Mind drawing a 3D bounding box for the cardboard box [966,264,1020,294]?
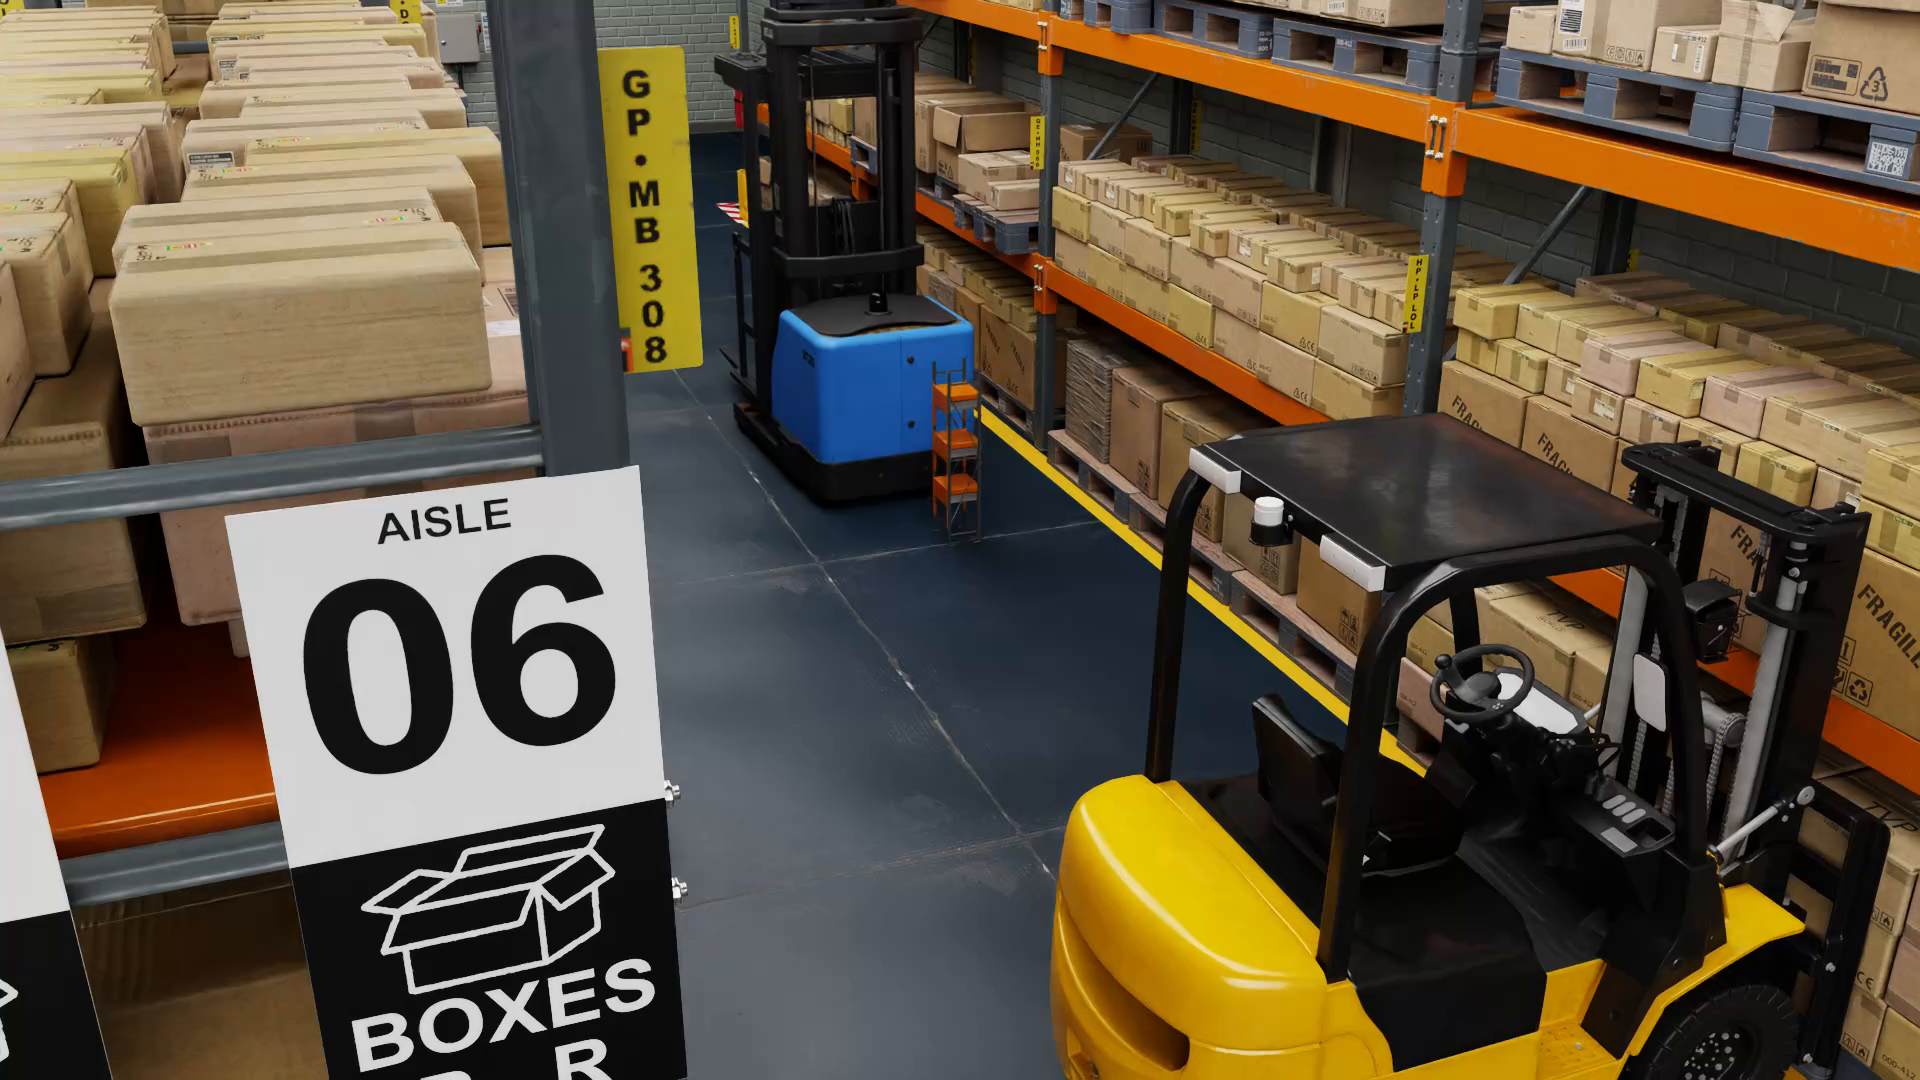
[{"bbox_3d":[0.262,-1.932,12.314,0.380,0.149,0.250,-9,24,-20],"label":"cardboard box"}]

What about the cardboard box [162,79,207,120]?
[{"bbox_3d":[-2.149,-0.988,4.181,0.500,0.250,0.500,-9,24,-19],"label":"cardboard box"}]

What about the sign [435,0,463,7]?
[{"bbox_3d":[-6.600,-7.011,21.459,0.339,0.242,0.001,-8,24,-19],"label":"sign"}]

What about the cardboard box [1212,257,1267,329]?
[{"bbox_3d":[1.627,-1.281,8.477,0.500,0.250,0.500,-8,24,-18],"label":"cardboard box"}]

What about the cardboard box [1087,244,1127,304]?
[{"bbox_3d":[1.091,-1.610,9.901,0.500,0.250,0.500,-9,24,-20],"label":"cardboard box"}]

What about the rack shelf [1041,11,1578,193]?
[{"bbox_3d":[1.697,-2.381,8.602,1.077,0.370,4.000,-8,24,-19],"label":"rack shelf"}]

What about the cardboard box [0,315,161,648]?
[{"bbox_3d":[-1.259,-0.067,1.996,0.500,0.250,0.500,-9,24,-20],"label":"cardboard box"}]

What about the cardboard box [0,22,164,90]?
[{"bbox_3d":[-2.229,-1.209,4.190,0.380,0.149,0.250,-9,25,-21],"label":"cardboard box"}]

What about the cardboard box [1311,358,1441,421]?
[{"bbox_3d":[1.980,-0.682,7.700,0.500,0.250,0.500,-8,24,-18],"label":"cardboard box"}]

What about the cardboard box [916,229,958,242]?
[{"bbox_3d":[-0.164,-2.405,13.437,0.380,0.149,0.250,-9,24,-20],"label":"cardboard box"}]

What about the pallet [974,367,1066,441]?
[{"bbox_3d":[0.762,-1.049,11.967,1.003,0.211,1.213,-8,24,-19],"label":"pallet"}]

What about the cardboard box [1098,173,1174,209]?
[{"bbox_3d":[1.037,-2.060,9.810,0.380,0.149,0.250,-8,24,-18],"label":"cardboard box"}]

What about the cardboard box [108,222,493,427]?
[{"bbox_3d":[-0.761,-0.259,1.938,0.380,0.149,0.250,-9,24,-19],"label":"cardboard box"}]

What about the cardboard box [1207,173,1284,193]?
[{"bbox_3d":[1.678,-2.050,9.788,0.380,0.149,0.250,-9,24,-20],"label":"cardboard box"}]

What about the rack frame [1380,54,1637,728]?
[{"bbox_3d":[2.403,-0.604,7.321,1.000,3.000,0.127,-8,24,-19],"label":"rack frame"}]

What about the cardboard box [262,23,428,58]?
[{"bbox_3d":[-1.537,-1.203,4.178,0.380,0.149,0.250,-8,24,-17],"label":"cardboard box"}]

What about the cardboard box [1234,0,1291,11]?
[{"bbox_3d":[1.648,-2.693,7.861,0.500,0.311,0.500,-9,25,-21],"label":"cardboard box"}]

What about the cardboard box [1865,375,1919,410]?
[{"bbox_3d":[3.281,-0.446,5.598,0.380,0.149,0.250,-8,24,-17],"label":"cardboard box"}]

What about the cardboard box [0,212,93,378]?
[{"bbox_3d":[-1.277,-0.284,1.995,0.380,0.149,0.250,-8,24,-18],"label":"cardboard box"}]

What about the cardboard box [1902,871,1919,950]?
[{"bbox_3d":[3.176,1.153,4.865,0.500,0.250,0.500,-8,24,-18],"label":"cardboard box"}]

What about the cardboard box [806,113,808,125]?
[{"bbox_3d":[-1.300,-4.039,15.795,0.380,0.149,0.250,-8,24,-19],"label":"cardboard box"}]

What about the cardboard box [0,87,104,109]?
[{"bbox_3d":[-1.795,-0.737,3.072,0.380,0.149,0.250,-8,24,-18],"label":"cardboard box"}]

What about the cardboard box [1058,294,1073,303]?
[{"bbox_3d":[0.866,-1.810,12.025,0.380,0.149,0.250,-8,24,-18],"label":"cardboard box"}]

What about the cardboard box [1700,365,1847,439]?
[{"bbox_3d":[2.768,-0.472,5.662,0.380,0.149,0.250,-8,24,-19],"label":"cardboard box"}]

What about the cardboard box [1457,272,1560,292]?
[{"bbox_3d":[2.480,-1.106,7.548,0.380,0.149,0.250,-9,24,-20],"label":"cardboard box"}]

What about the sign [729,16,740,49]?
[{"bbox_3d":[-2.344,-5.289,17.321,0.100,0.325,0.005,-8,24,-19],"label":"sign"}]

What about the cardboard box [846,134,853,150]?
[{"bbox_3d":[-0.772,-3.476,14.459,0.380,0.149,0.250,-8,24,-18],"label":"cardboard box"}]

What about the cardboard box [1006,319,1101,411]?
[{"bbox_3d":[0.640,-1.223,11.468,0.500,0.500,0.500,-8,24,-17],"label":"cardboard box"}]

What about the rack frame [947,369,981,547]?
[{"bbox_3d":[0.024,-0.459,9.487,0.200,1.050,0.008,-8,24,-19],"label":"rack frame"}]

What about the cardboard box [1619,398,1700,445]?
[{"bbox_3d":[2.590,-0.417,5.914,0.380,0.149,0.250,-9,24,-20],"label":"cardboard box"}]

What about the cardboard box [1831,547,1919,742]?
[{"bbox_3d":[3.041,0.285,5.084,0.500,0.500,0.500,-9,24,-20],"label":"cardboard box"}]

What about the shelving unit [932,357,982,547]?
[{"bbox_3d":[-0.019,-0.503,9.592,0.215,1.050,0.252,-8,24,-19],"label":"shelving unit"}]

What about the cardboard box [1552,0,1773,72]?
[{"bbox_3d":[2.469,-1.849,5.858,0.500,0.311,0.500,-8,24,-18],"label":"cardboard box"}]

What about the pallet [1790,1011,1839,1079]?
[{"bbox_3d":[3.080,1.420,6.110,1.003,0.211,1.213,-8,24,-19],"label":"pallet"}]

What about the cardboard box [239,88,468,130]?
[{"bbox_3d":[-1.107,-0.732,3.060,0.380,0.149,0.250,-8,24,-18],"label":"cardboard box"}]

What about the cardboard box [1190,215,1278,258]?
[{"bbox_3d":[1.430,-1.589,8.693,0.380,0.149,0.250,-9,24,-20],"label":"cardboard box"}]

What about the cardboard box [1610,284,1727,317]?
[{"bbox_3d":[2.849,-0.915,6.711,0.380,0.149,0.250,-9,24,-20],"label":"cardboard box"}]

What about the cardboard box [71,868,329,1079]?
[{"bbox_3d":[-1.211,0.732,2.352,0.700,0.500,0.500,-9,24,-20],"label":"cardboard box"}]

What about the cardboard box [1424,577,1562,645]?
[{"bbox_3d":[2.281,0.228,7.060,0.500,0.250,0.500,-9,24,-20],"label":"cardboard box"}]

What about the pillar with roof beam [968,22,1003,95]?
[{"bbox_3d":[-3.853,-6.061,12.545,9.100,9.000,0.400,-8,24,-19],"label":"pillar with roof beam"}]

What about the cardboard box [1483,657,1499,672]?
[{"bbox_3d":[2.465,0.640,6.725,0.500,0.250,0.500,-8,24,-19],"label":"cardboard box"}]

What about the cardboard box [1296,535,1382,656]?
[{"bbox_3d":[2.208,0.109,8.147,0.875,0.625,0.625,-7,24,-17],"label":"cardboard box"}]

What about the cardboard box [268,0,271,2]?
[{"bbox_3d":[-2.449,-2.060,6.565,0.500,0.250,0.500,-9,24,-20],"label":"cardboard box"}]

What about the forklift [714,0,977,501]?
[{"bbox_3d":[-0.934,-2.129,11.027,1.130,2.935,3.031,-9,25,-21],"label":"forklift"}]

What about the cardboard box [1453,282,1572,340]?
[{"bbox_3d":[2.238,-0.930,6.747,0.380,0.149,0.250,-8,24,-18],"label":"cardboard box"}]

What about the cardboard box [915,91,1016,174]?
[{"bbox_3d":[-0.001,-3.071,12.504,0.700,0.500,0.500,-8,24,-19],"label":"cardboard box"}]

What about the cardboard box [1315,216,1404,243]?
[{"bbox_3d":[2.079,-1.577,8.665,0.380,0.149,0.250,-9,24,-19],"label":"cardboard box"}]

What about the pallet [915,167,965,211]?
[{"bbox_3d":[0.299,-2.675,12.482,1.003,0.211,1.213,-8,24,-19],"label":"pallet"}]

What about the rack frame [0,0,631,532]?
[{"bbox_3d":[-0.826,-1.233,1.089,1.000,3.000,0.127,-8,24,-19],"label":"rack frame"}]

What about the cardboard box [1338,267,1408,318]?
[{"bbox_3d":[1.967,-1.134,7.615,0.380,0.149,0.250,-9,24,-20],"label":"cardboard box"}]

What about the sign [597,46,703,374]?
[{"bbox_3d":[-0.319,-0.328,1.678,0.100,0.325,0.005,-8,24,-19],"label":"sign"}]

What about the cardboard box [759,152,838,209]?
[{"bbox_3d":[-1.709,-3.772,17.511,0.797,0.503,0.637,-9,25,-21],"label":"cardboard box"}]

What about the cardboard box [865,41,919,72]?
[{"bbox_3d":[-0.700,-4.502,15.414,0.500,0.500,0.500,-9,24,-20],"label":"cardboard box"}]
